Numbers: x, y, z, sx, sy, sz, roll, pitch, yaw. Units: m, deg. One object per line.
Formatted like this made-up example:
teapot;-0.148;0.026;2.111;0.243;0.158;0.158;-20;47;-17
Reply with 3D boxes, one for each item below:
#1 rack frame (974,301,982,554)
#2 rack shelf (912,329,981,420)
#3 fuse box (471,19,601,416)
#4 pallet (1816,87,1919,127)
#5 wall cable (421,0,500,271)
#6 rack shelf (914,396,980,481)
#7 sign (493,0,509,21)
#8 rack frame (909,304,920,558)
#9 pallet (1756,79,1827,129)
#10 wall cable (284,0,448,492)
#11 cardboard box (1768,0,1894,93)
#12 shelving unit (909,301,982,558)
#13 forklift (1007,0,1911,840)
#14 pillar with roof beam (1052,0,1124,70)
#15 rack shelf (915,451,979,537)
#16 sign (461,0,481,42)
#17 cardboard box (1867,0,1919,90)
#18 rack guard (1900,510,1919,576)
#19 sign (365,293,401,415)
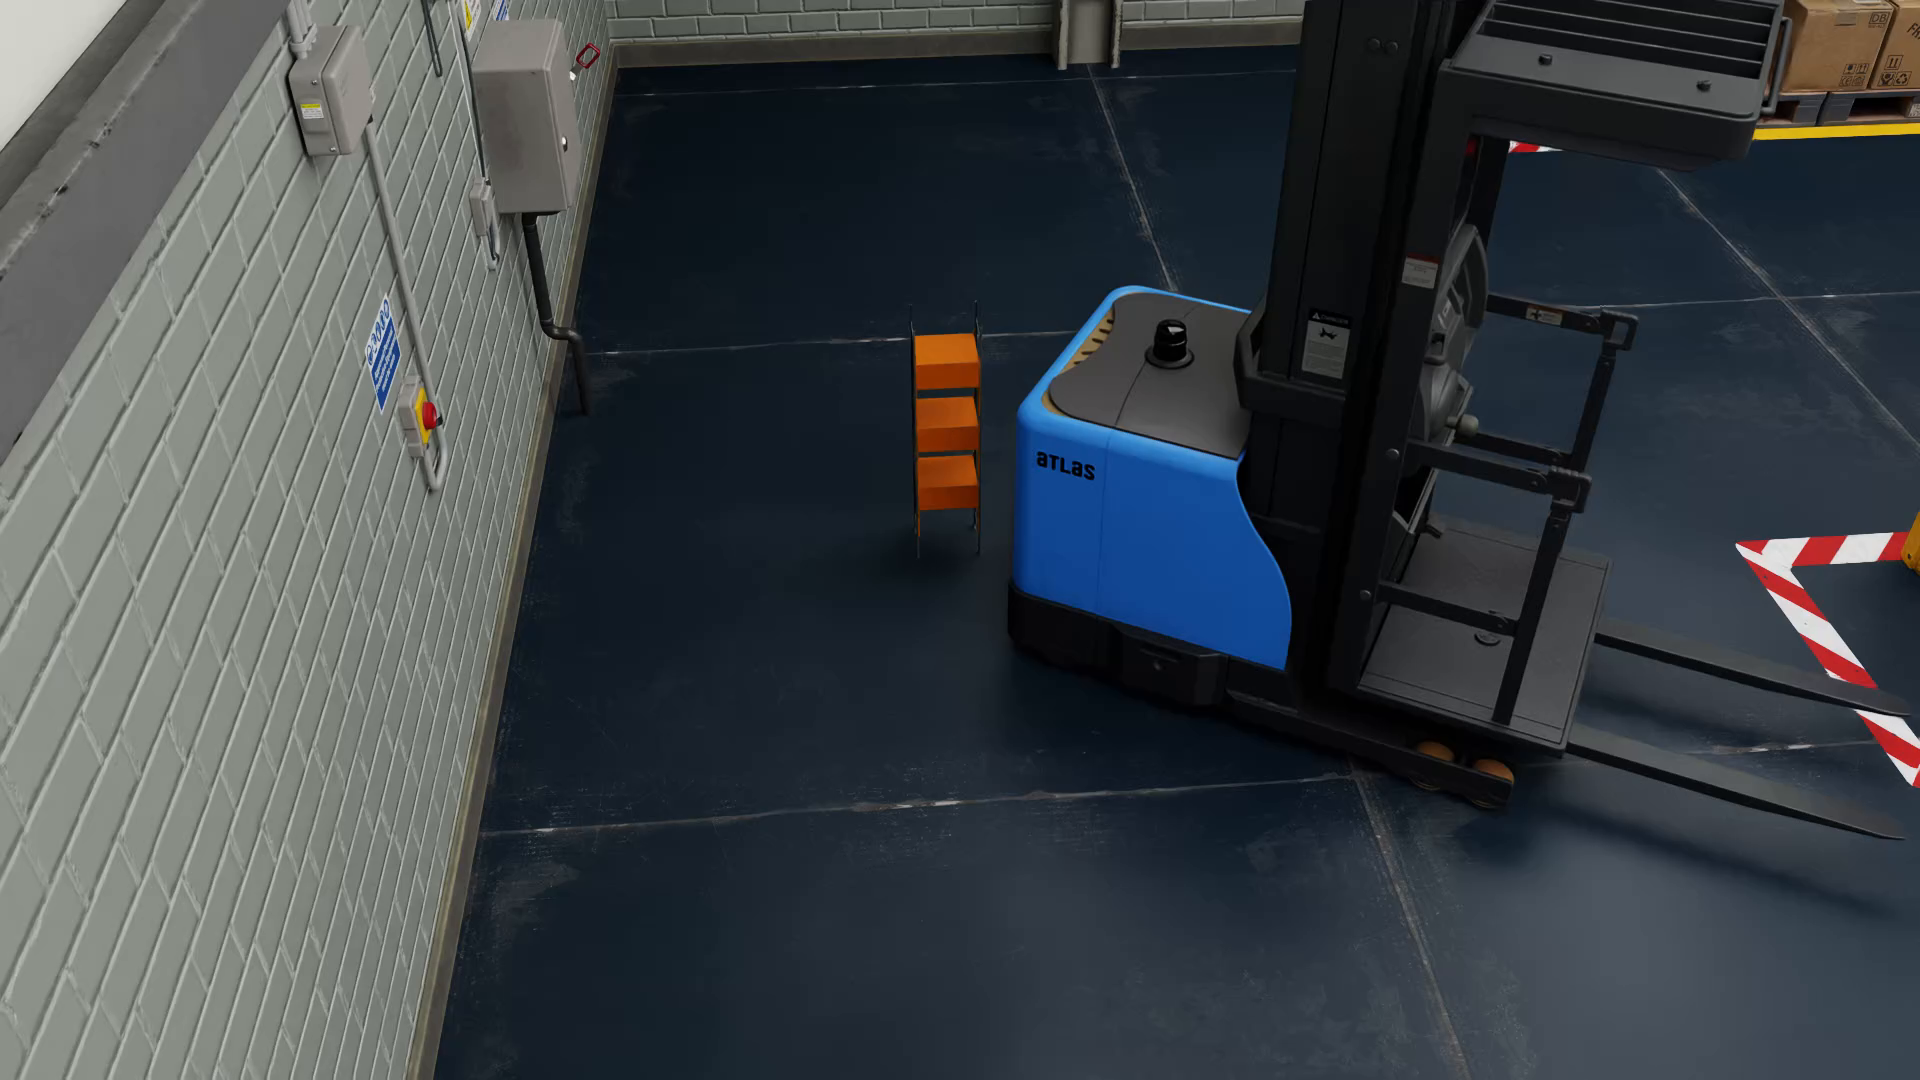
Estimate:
rack frame;0.068;-0.416;6.430;0.008;1.050;0.200;-3;38;-4
rack shelf;-0.053;-0.624;6.252;0.240;0.259;0.215;-3;38;-4
fuse box;-1.645;-1.264;6.971;0.414;1.711;0.539;-3;38;-4
pallet;5.649;-2.871;10.218;1.213;0.211;1.003;-3;38;-4
wall cable;-1.742;-1.739;5.713;0.122;1.984;0.588;-3;38;-4
rack shelf;-0.053;-0.401;6.428;0.240;0.259;0.215;-3;38;-4
sign;-1.895;-2.026;6.973;0.001;0.494;0.329;-3;38;-4
rack frame;-0.175;-0.403;6.413;0.008;1.050;0.200;-3;38;-4
pallet;4.436;-2.806;10.136;1.213;0.211;1.003;-3;38;-4
wall cable;-1.604;-0.877;4.595;0.123;1.953;0.585;-3;38;-4
cardboard box;5.039;-3.034;9.852;0.500;0.500;0.700;-2;38;-2
shelving unit;-0.053;-0.409;6.421;0.252;1.050;0.215;-3;38;-4
forklift;1.735;-0.625;5.176;3.031;2.935;1.130;16;41;20
pillar with roof beam;1.182;-3.959;4.503;0.400;9.000;9.100;-3;38;-4
rack shelf;-0.053;-0.183;6.600;0.240;0.259;0.215;-3;38;-4
sign;-1.847;-2.049;6.259;0.001;0.242;0.339;-3;38;-4
cardboard box;5.575;-3.001;9.811;0.500;0.500;0.500;-2;38;-3
rack guard;3.986;0.193;6.102;0.348;0.500;1.175;-3;38;-4
sign;-1.661;-0.539;4.793;0.001;0.218;0.327;-3;38;-4
